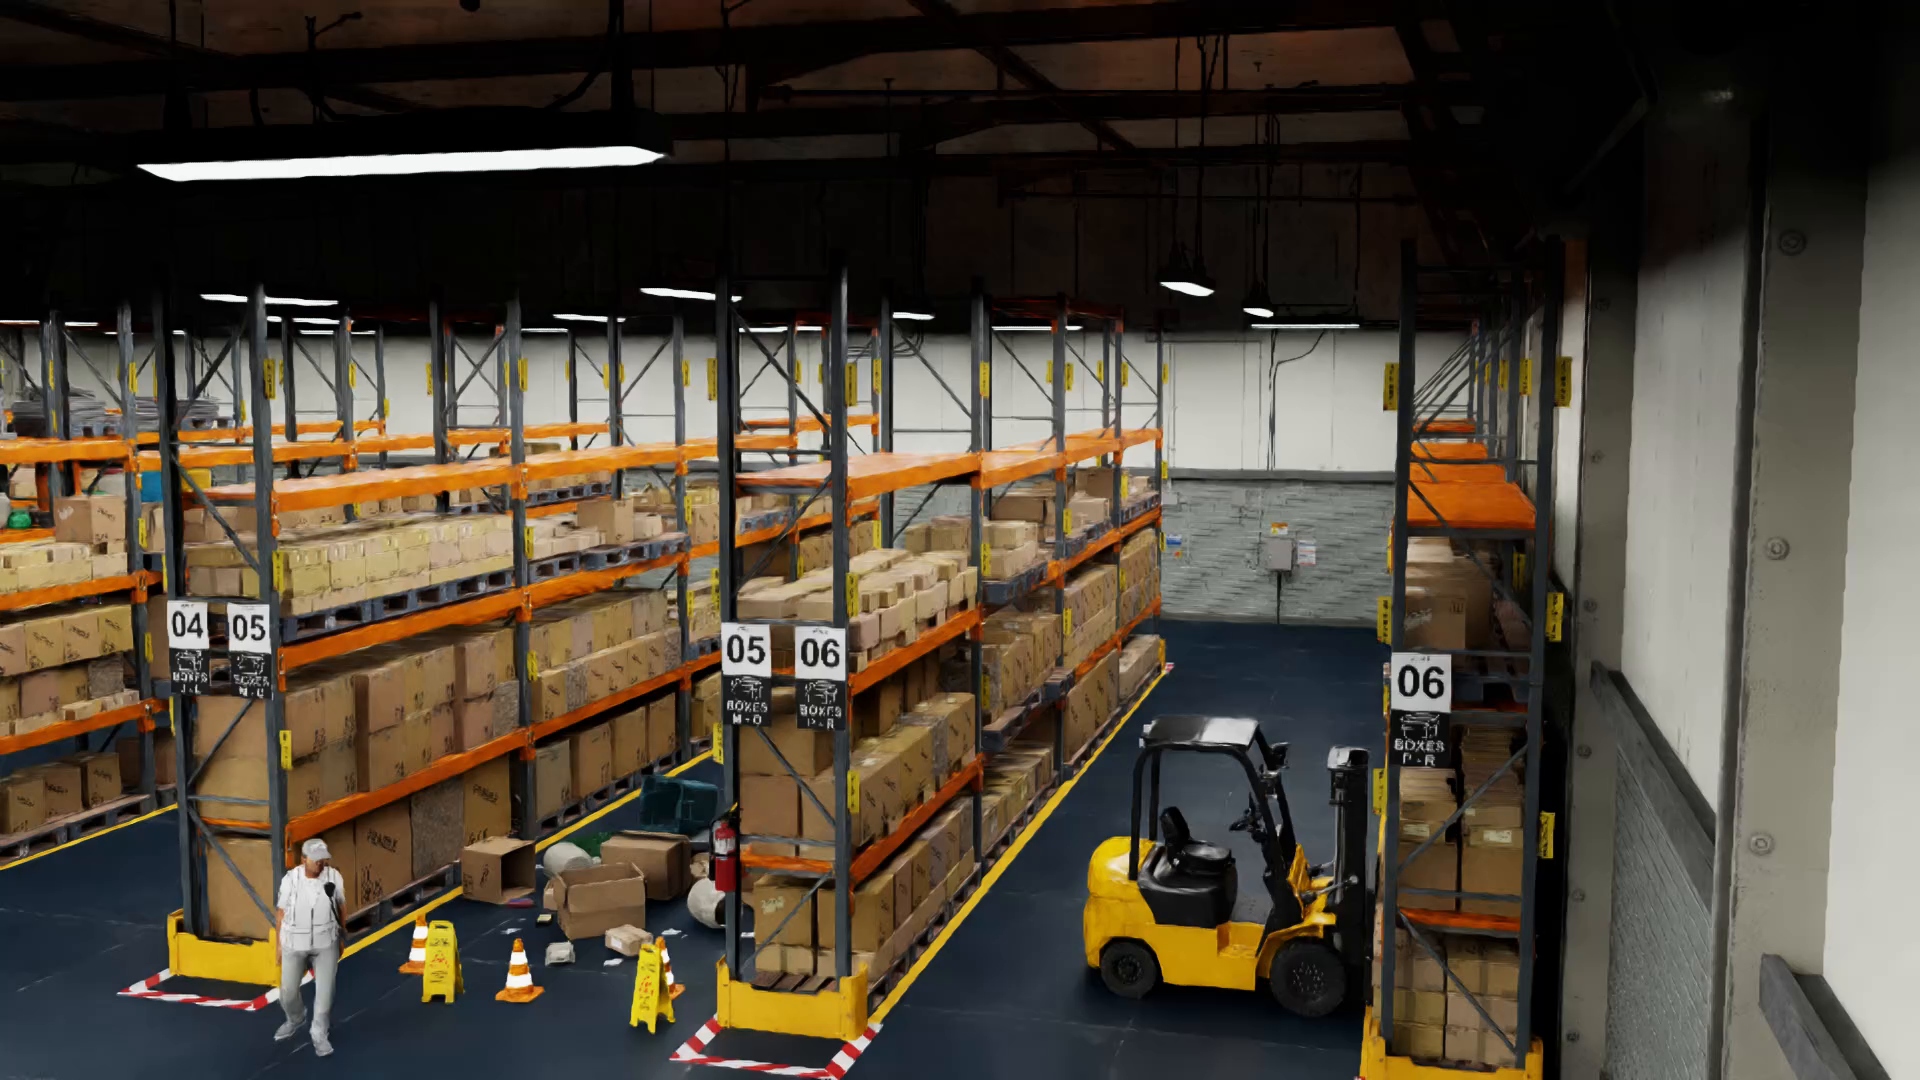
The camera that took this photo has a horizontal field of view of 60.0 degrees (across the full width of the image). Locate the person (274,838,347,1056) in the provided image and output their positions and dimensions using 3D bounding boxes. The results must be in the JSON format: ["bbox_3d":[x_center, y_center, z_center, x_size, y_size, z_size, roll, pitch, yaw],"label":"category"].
[{"bbox_3d":[-4.907,3.032,12.534,0.547,1.647,0.588,-3,7,-23],"label":"person"}]
